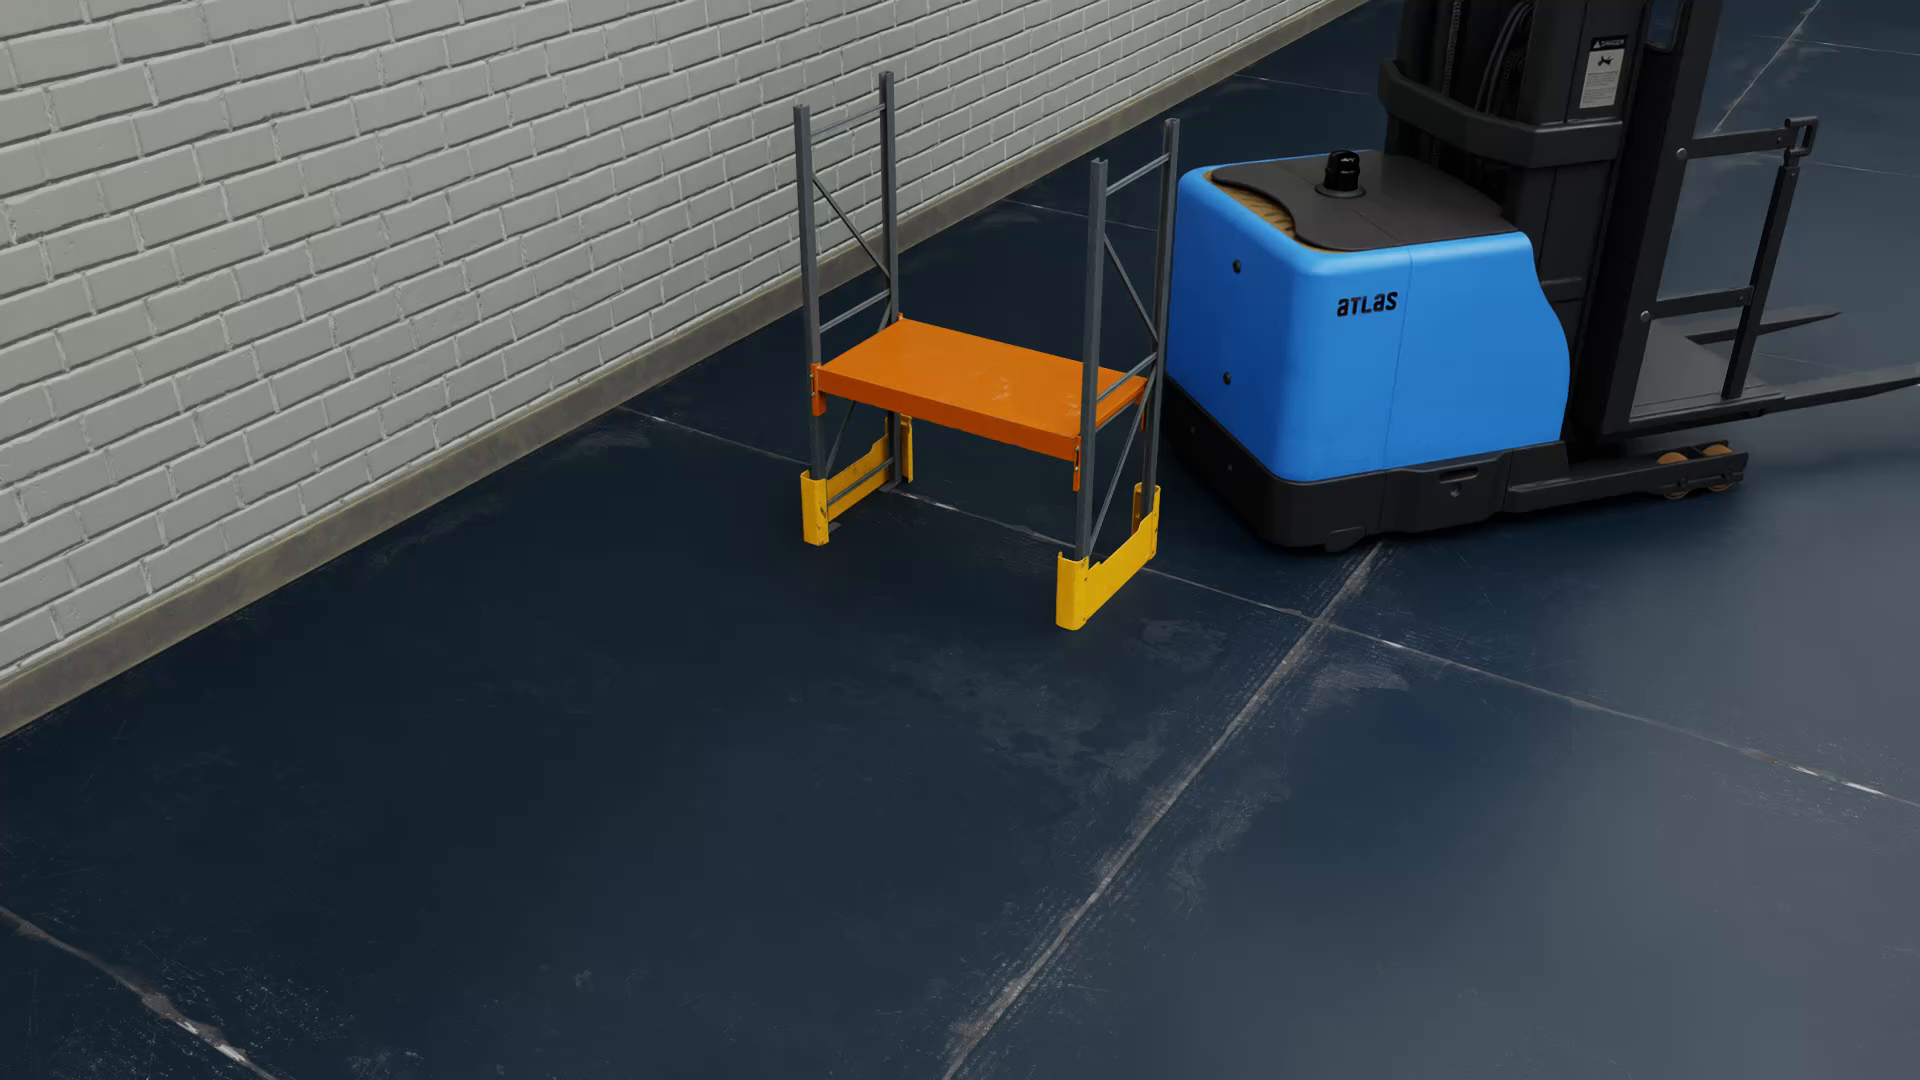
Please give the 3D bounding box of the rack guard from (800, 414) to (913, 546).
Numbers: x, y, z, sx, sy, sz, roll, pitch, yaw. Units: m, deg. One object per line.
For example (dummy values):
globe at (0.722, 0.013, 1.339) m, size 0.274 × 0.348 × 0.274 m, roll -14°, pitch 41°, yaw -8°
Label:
rack guard at (-0.357, -0.221, 5.881) m, size 0.087 × 0.250 × 0.587 m, roll 18°, pitch 35°, yaw 27°

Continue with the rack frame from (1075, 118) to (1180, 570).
rack frame at (0.503, -0.489, 5.099) m, size 0.032 × 1.500 × 0.500 m, roll 18°, pitch 35°, yaw 27°

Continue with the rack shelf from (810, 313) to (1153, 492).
rack shelf at (0.072, -0.470, 5.424) m, size 1.000 × 0.185 × 0.538 m, roll 18°, pitch 35°, yaw 27°

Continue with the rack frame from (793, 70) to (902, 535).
rack frame at (-0.358, -0.761, 5.566) m, size 0.032 × 1.500 × 0.500 m, roll 18°, pitch 35°, yaw 27°

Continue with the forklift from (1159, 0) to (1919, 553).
forklift at (2.329, -1.655, 5.678) m, size 3.031 × 2.935 × 1.130 m, roll -9°, pitch 32°, yaw -16°

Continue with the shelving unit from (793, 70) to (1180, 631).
shelving unit at (0.065, -0.627, 5.337) m, size 1.083 × 1.500 × 0.587 m, roll 18°, pitch 35°, yaw 27°

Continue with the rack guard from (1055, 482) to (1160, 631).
rack guard at (0.486, 0.046, 5.423) m, size 0.087 × 0.250 × 0.587 m, roll 18°, pitch 35°, yaw 27°
